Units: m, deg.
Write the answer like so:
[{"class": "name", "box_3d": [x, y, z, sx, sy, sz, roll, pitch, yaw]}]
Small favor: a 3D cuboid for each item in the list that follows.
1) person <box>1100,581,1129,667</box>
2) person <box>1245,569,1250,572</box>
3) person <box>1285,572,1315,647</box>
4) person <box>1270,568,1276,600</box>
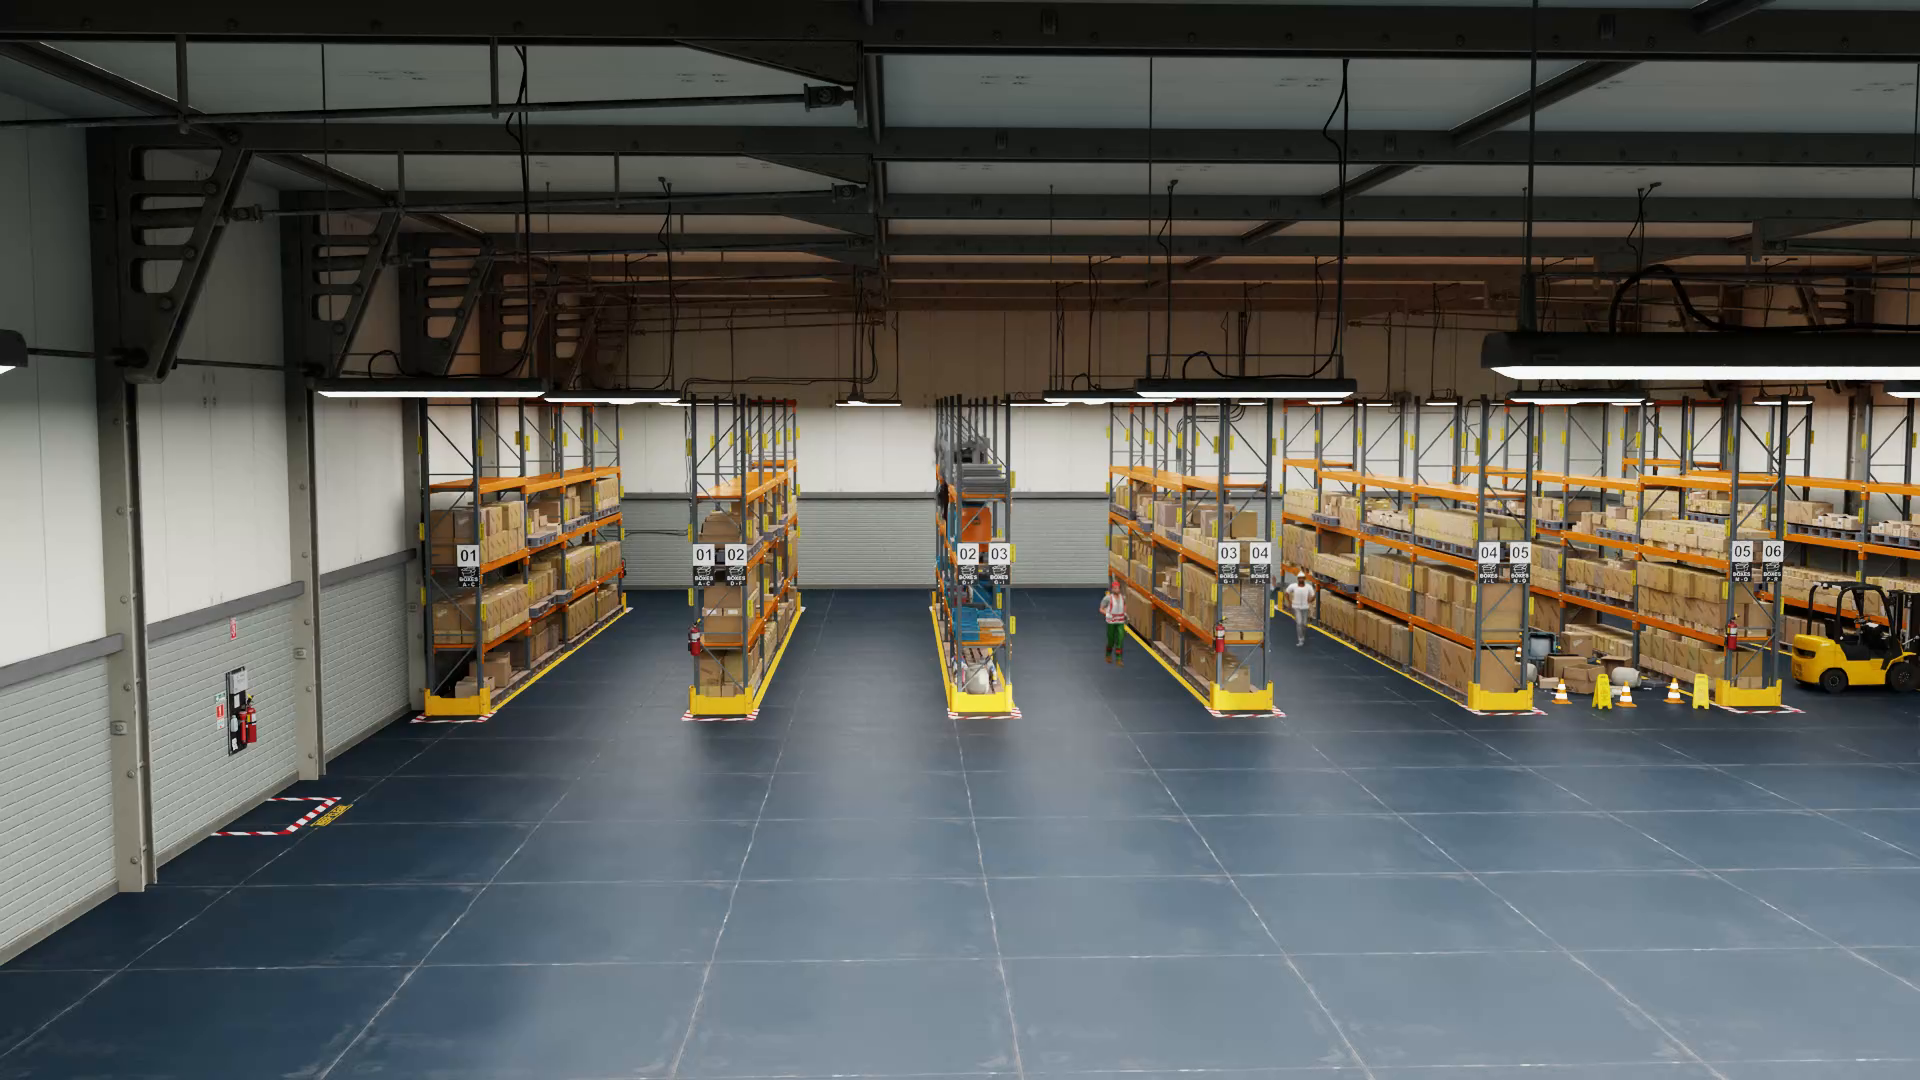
[{"class": "person", "box_3d": [3.294, 1.764, 35.235, 0.653, 1.780, 0.879, -1, 5, -13]}, {"class": "person", "box_3d": [7.929, 1.198, 46.553, 0.720, 1.793, 0.826, 1, 5, 9]}, {"class": "person", "box_3d": [8.276, 1.661, 40.398, 0.701, 1.769, 0.827, 0, 5, 2]}, {"class": "person", "box_3d": [8.121, 1.365, 44.650, 0.694, 1.760, 0.884, 0, 5, -3]}]
